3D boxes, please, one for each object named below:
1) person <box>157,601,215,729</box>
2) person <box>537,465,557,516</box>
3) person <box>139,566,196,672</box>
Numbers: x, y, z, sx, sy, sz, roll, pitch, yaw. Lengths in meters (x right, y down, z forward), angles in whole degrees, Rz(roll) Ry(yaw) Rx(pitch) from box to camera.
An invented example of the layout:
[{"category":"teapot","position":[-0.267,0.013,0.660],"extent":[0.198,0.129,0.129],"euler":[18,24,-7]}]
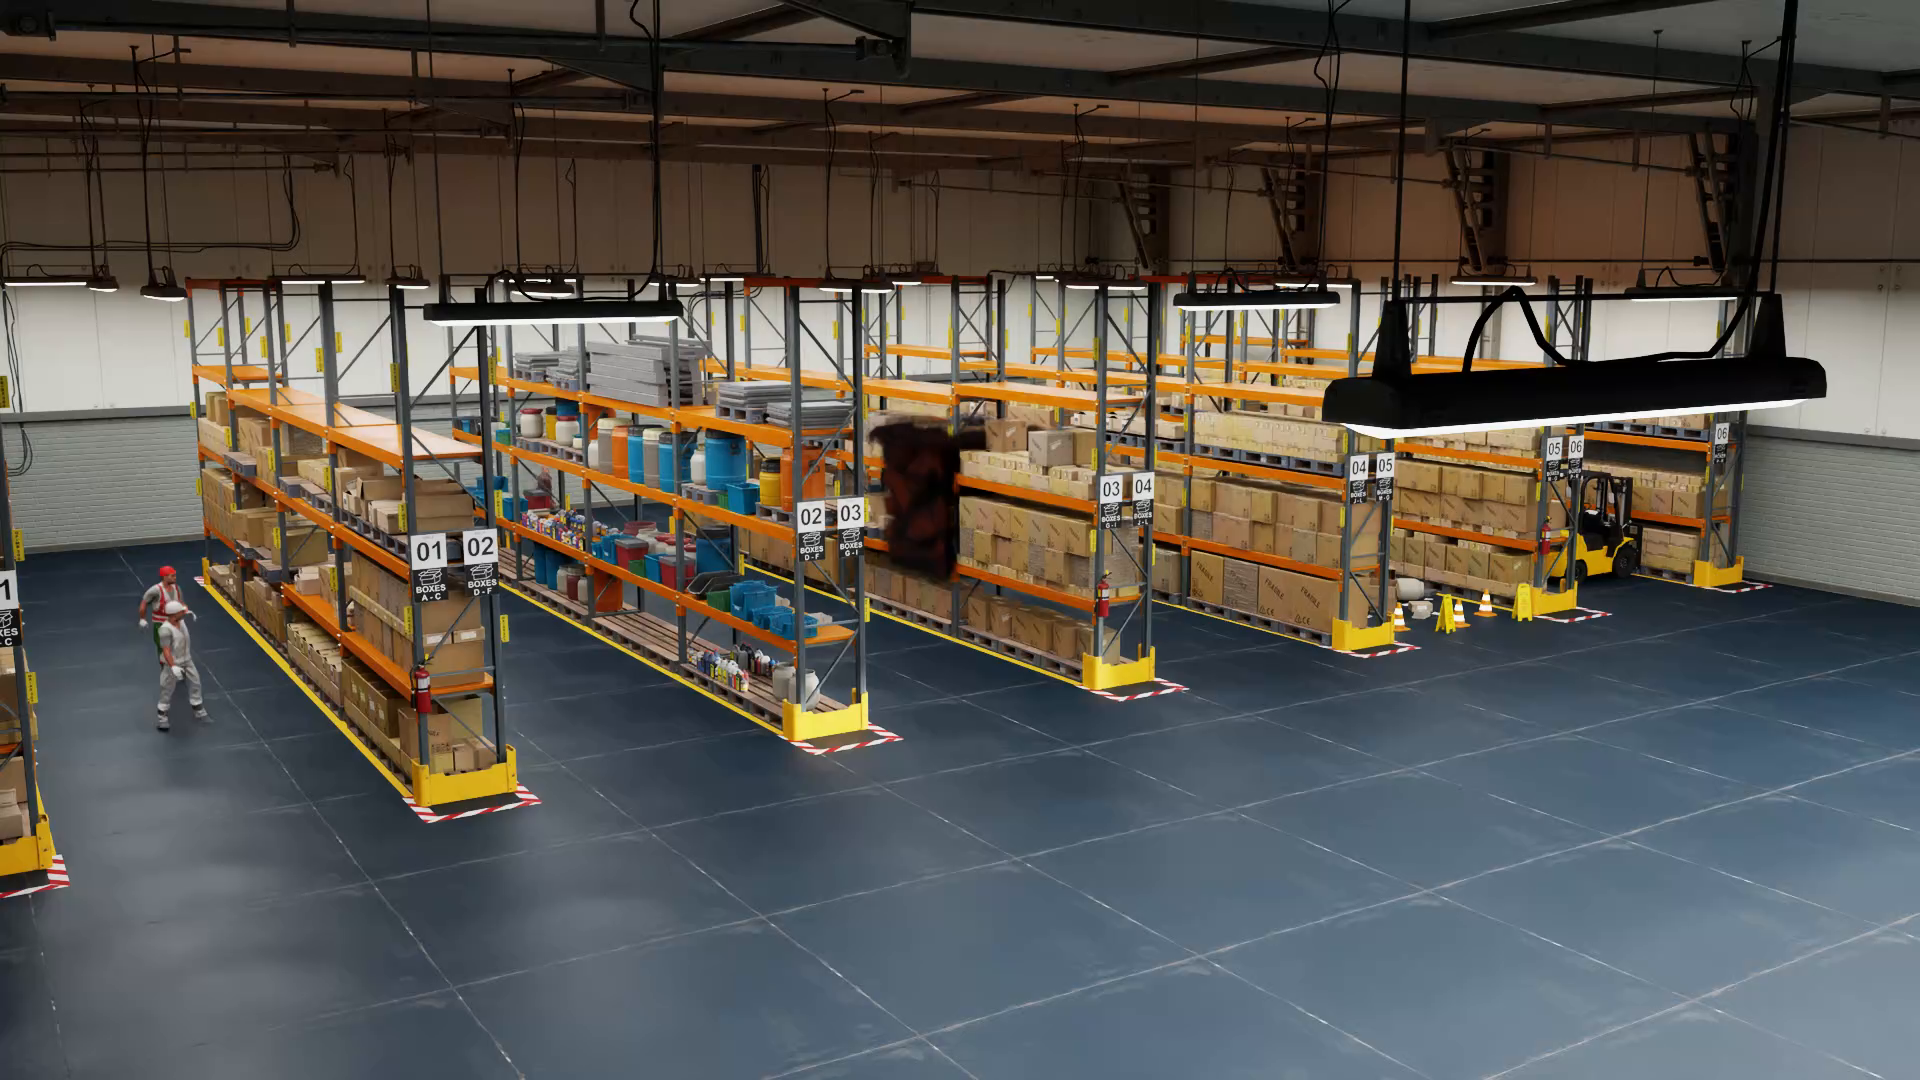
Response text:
[{"category":"person","position":[-10.653,1.714,22.721],"extent":[0.617,1.834,0.673],"euler":[3,10,20]},{"category":"person","position":[-9.436,-0.915,38.143],"extent":[1.095,1.728,0.679],"euler":[-4,11,-25]},{"category":"person","position":[-12.086,1.284,25.353],"extent":[0.779,1.808,0.877],"euler":[-6,11,-33]}]
